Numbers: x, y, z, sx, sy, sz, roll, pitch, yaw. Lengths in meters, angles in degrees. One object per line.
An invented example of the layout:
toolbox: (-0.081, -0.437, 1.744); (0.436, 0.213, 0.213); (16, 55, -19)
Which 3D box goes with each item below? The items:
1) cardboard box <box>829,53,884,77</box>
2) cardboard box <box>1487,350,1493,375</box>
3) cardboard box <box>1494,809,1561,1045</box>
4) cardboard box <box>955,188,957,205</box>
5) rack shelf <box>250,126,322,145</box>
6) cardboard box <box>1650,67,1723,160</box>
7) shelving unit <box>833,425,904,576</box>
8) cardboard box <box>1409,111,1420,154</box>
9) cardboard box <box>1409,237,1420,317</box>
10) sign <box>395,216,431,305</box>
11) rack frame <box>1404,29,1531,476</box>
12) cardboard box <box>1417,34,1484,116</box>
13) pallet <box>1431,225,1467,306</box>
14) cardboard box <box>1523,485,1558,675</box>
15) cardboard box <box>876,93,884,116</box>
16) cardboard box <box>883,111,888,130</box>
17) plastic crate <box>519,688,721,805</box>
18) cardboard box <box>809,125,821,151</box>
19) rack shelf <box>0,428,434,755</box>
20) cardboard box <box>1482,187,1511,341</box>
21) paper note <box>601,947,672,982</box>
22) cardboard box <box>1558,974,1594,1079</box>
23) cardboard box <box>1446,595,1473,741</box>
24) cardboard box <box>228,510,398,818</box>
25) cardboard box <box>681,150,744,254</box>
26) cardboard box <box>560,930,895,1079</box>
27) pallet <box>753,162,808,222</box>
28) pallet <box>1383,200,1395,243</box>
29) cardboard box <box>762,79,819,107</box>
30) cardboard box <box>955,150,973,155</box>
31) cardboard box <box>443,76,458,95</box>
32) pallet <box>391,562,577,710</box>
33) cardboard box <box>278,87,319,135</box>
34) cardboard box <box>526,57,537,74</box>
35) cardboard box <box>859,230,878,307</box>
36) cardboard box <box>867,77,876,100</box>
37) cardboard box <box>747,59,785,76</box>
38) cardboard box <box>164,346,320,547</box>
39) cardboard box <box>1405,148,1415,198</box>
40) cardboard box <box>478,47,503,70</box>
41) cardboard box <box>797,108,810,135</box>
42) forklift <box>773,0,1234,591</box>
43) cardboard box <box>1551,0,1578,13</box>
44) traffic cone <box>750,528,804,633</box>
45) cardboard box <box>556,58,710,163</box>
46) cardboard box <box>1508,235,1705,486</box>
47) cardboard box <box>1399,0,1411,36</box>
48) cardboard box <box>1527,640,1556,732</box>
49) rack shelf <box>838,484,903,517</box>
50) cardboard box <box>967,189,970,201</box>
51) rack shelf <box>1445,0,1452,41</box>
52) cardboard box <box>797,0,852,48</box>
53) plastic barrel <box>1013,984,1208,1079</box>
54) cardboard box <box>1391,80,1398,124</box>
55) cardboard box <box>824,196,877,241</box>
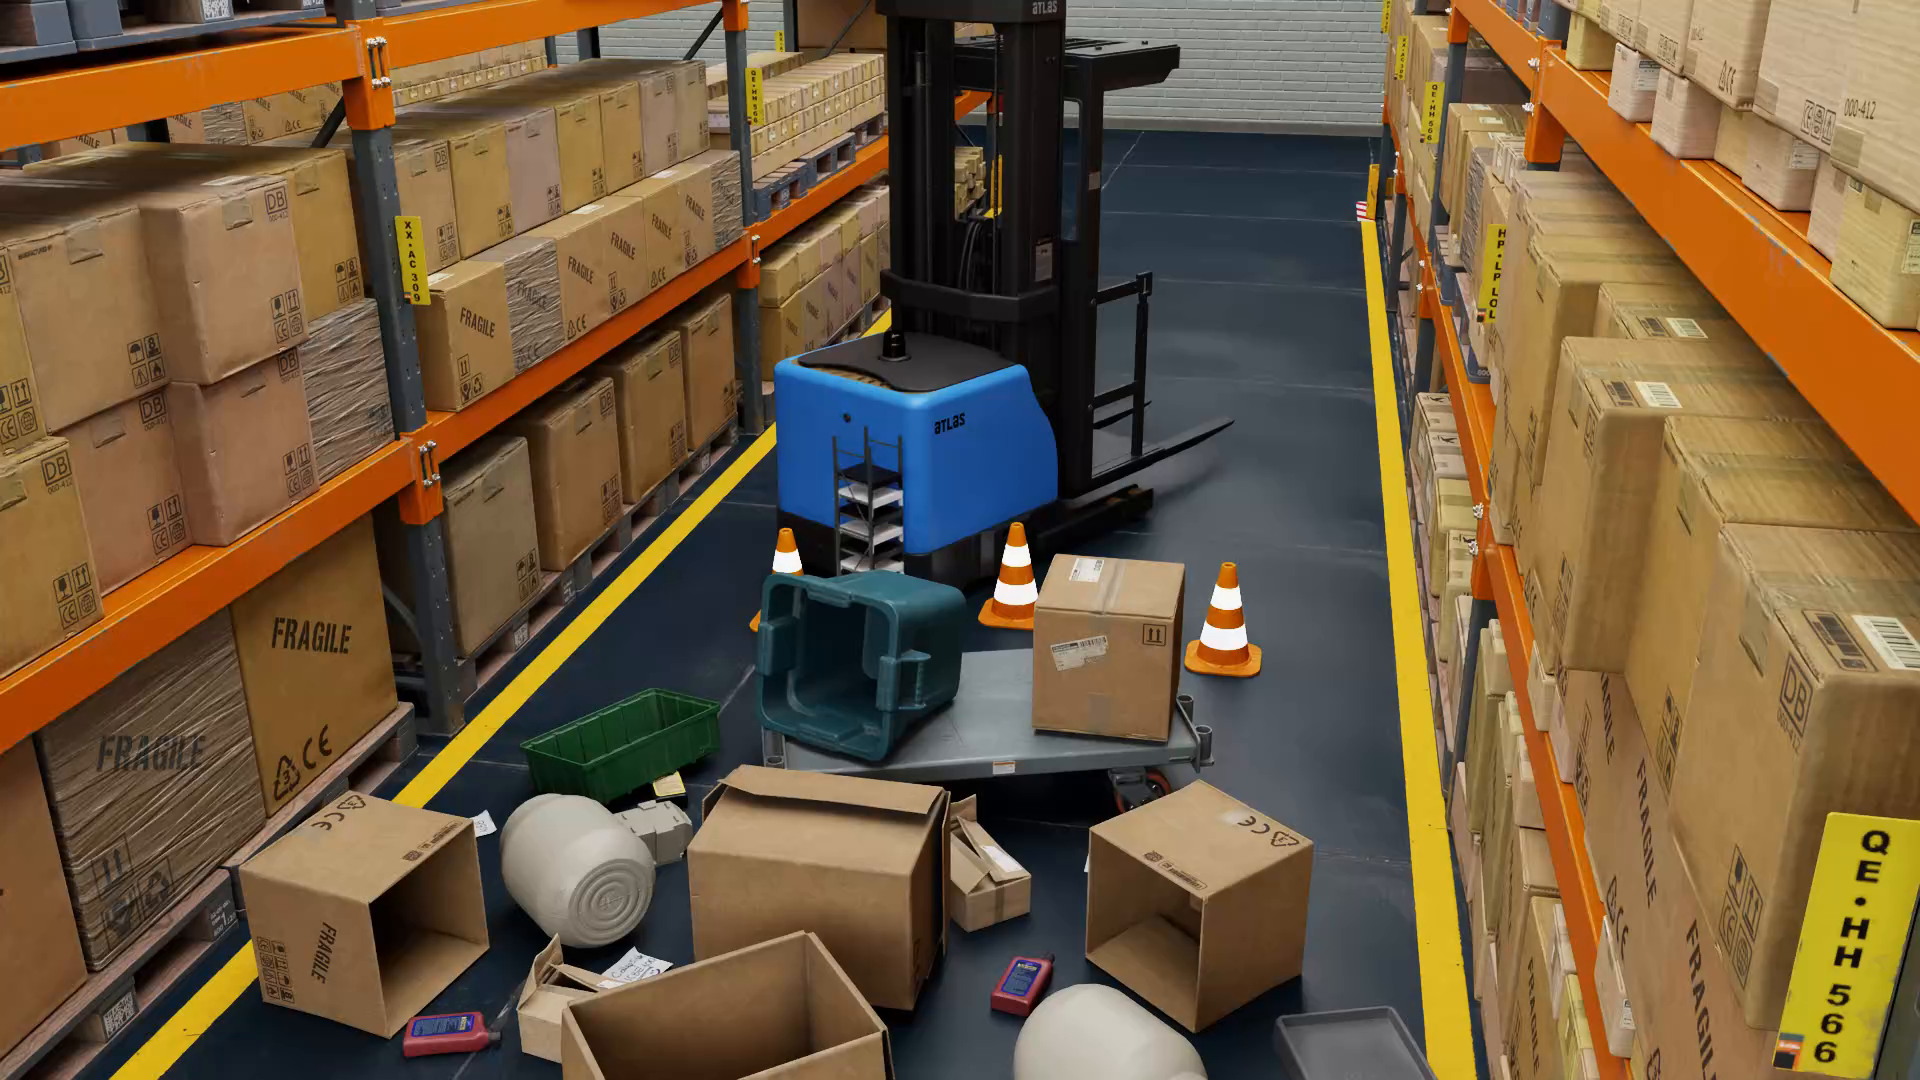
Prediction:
cardboard box: (-0.818, -3.750, 13.128); (0.380, 0.149, 0.250); (5, 23, 13)
cardboard box: (2.212, -0.674, 6.286); (0.380, 0.149, 0.250); (4, 22, 9)
cardboard box: (1.717, 1.023, 4.414); (0.500, 0.500, 0.500); (6, 23, 14)
cardboard box: (-0.237, -3.240, 15.740); (0.380, 0.149, 0.250); (5, 22, 11)
rack shelf: (-6.171, -2.908, 13.021); (1.077, 0.370, 4.000); (4, 22, 11)
cardboard box: (1.559, -0.820, 3.196); (0.380, 0.149, 0.250); (4, 22, 10)
shelving unit: (-0.426, -0.060, 7.799); (0.258, 0.900, 0.210); (18, 28, 38)
cardboard box: (3.264, -2.680, 11.024); (0.500, 0.250, 0.500); (4, 22, 9)
cardboard box: (3.891, -2.194, 12.567); (0.875, 0.875, 0.875); (5, 23, 13)
sign: (-2.016, -1.028, 6.127); (0.100, 0.325, 0.005); (4, 22, 11)
rack frame: (3.123, -1.754, 9.194); (1.000, 3.000, 0.127); (4, 22, 11)
cardboard box: (3.287, -3.027, 10.883); (0.500, 0.500, 0.500); (4, 22, 10)
pallet: (3.082, -1.397, 8.563); (1.213, 0.211, 1.003); (4, 22, 11)
cardboard box: (1.749, 0.032, 4.227); (0.500, 0.500, 0.500); (4, 22, 10)
cardboard box: (-0.815, -3.476, 13.242); (0.380, 0.149, 0.250); (4, 22, 10)
cardboard box: (-0.549, -3.520, 13.914); (0.380, 0.149, 0.250); (5, 23, 13)
plastic crate: (-1.313, 0.809, 6.516); (0.450, 0.188, 0.662); (7, 21, 42)
cardboard box: (-1.186, -2.806, 11.581); (0.380, 0.149, 0.250); (5, 22, 12)
rack shelf: (-2.968, 0.433, 4.726); (1.077, 0.370, 4.000); (4, 22, 11)
cardboard box: (2.276, -1.038, 6.323); (0.500, 0.500, 0.500); (5, 22, 11)
paper note: (-1.046, 1.385, 5.384); (0.172, 0.023, 0.155); (13, 25, 29)
cardboard box: (1.462, 1.059, 3.454); (0.380, 0.149, 0.250); (5, 22, 12)
cardboard box: (2.411, 0.541, 6.451); (0.950, 0.372, 0.625); (5, 22, 12)
cardboard box: (-2.757, 0.384, 6.168); (0.875, 0.875, 0.875); (5, 22, 12)
cardboard box: (-1.573, -1.956, 9.561); (0.500, 0.500, 0.500); (4, 22, 11)
cardboard box: (-0.630, 1.494, 4.470); (0.797, 0.503, 0.637); (-11, 25, -26)
pallet: (-1.703, -2.275, 10.743); (1.213, 0.211, 1.003); (4, 22, 11)
pallet: (4.669, -3.088, 16.239); (1.003, 0.211, 1.213); (4, 22, 11)
cardboard box: (-1.193, -3.084, 11.474); (0.380, 0.149, 0.250); (5, 23, 13)
cardboard box: (-0.079, -3.868, 16.901); (0.380, 0.149, 0.250); (5, 22, 12)
cardboard box: (-5.113, -4.413, 16.132); (0.380, 0.149, 0.250); (5, 22, 12)
pallet: (-2.476, 0.374, 7.643); (1.003, 0.211, 1.213); (4, 22, 11)
cardboard box: (-5.698, -3.647, 13.759); (0.500, 0.500, 0.500); (5, 23, 13)
cardboard box: (-4.748, -5.069, 17.760); (0.380, 0.149, 0.250); (5, 22, 11)
cardboard box: (-0.937, -2.115, 12.875); (0.500, 0.500, 0.500); (4, 22, 10)
cardboard box: (-0.868, -3.517, 12.947); (0.380, 0.149, 0.250); (5, 22, 11)
cardboard box: (-1.564, -3.607, 12.772); (0.380, 0.149, 0.250); (5, 22, 11)
cardboard box: (-2.714, -0.363, 5.538); (0.875, 0.550, 0.550); (4, 22, 11)
cardboard box: (3.255, -2.449, 11.120); (0.500, 0.250, 0.500); (4, 22, 10)
cardboard box: (-4.993, -4.935, 16.894); (0.500, 0.250, 0.500); (4, 22, 9)
cardboard box: (-1.241, -2.853, 11.298); (0.380, 0.149, 0.250); (4, 22, 11)
forklift: (0.415, -1.537, 8.745); (1.130, 2.935, 3.031); (18, 28, 38)
cardboard box: (1.949, -1.611, 4.626); (0.500, 0.250, 0.500); (4, 22, 10)
traffic cone: (-0.808, 0.170, 7.813); (0.336, 0.463, 0.334); (4, 22, 11)
cardboard box: (-1.845, -2.441, 9.428); (0.700, 0.500, 0.500); (4, 22, 11)
cardboard box: (1.750, -0.429, 4.032); (0.700, 0.500, 0.500); (4, 22, 10)
cardboard box: (3.971, -4.293, 14.025); (0.500, 0.500, 0.500); (5, 22, 12)
cardboard box: (1.658, 0.383, 4.224); (0.380, 0.149, 0.250); (5, 22, 11)
rack shelf: (-0.426, -0.196, 7.744); (0.258, 0.077, 0.200); (18, 28, 38)
cardboard box: (-0.106, -3.493, 16.765); (0.380, 0.149, 0.250); (4, 22, 11)
rack shelf: (3.531, -3.543, 10.585); (1.077, 0.370, 4.000); (4, 22, 11)
cardboard box: (-1.096, -4.398, 13.889); (0.500, 0.500, 0.500); (4, 22, 9)
plastic barrel: (0.430, 1.496, 4.573); (0.421, 0.421, 0.512); (-16, 27, -35)
cardboard box: (3.971, -3.826, 14.205); (0.500, 0.500, 0.500); (4, 22, 10)
cardboard box: (-0.950, -2.462, 12.732); (0.500, 0.250, 0.500); (6, 23, 13)
